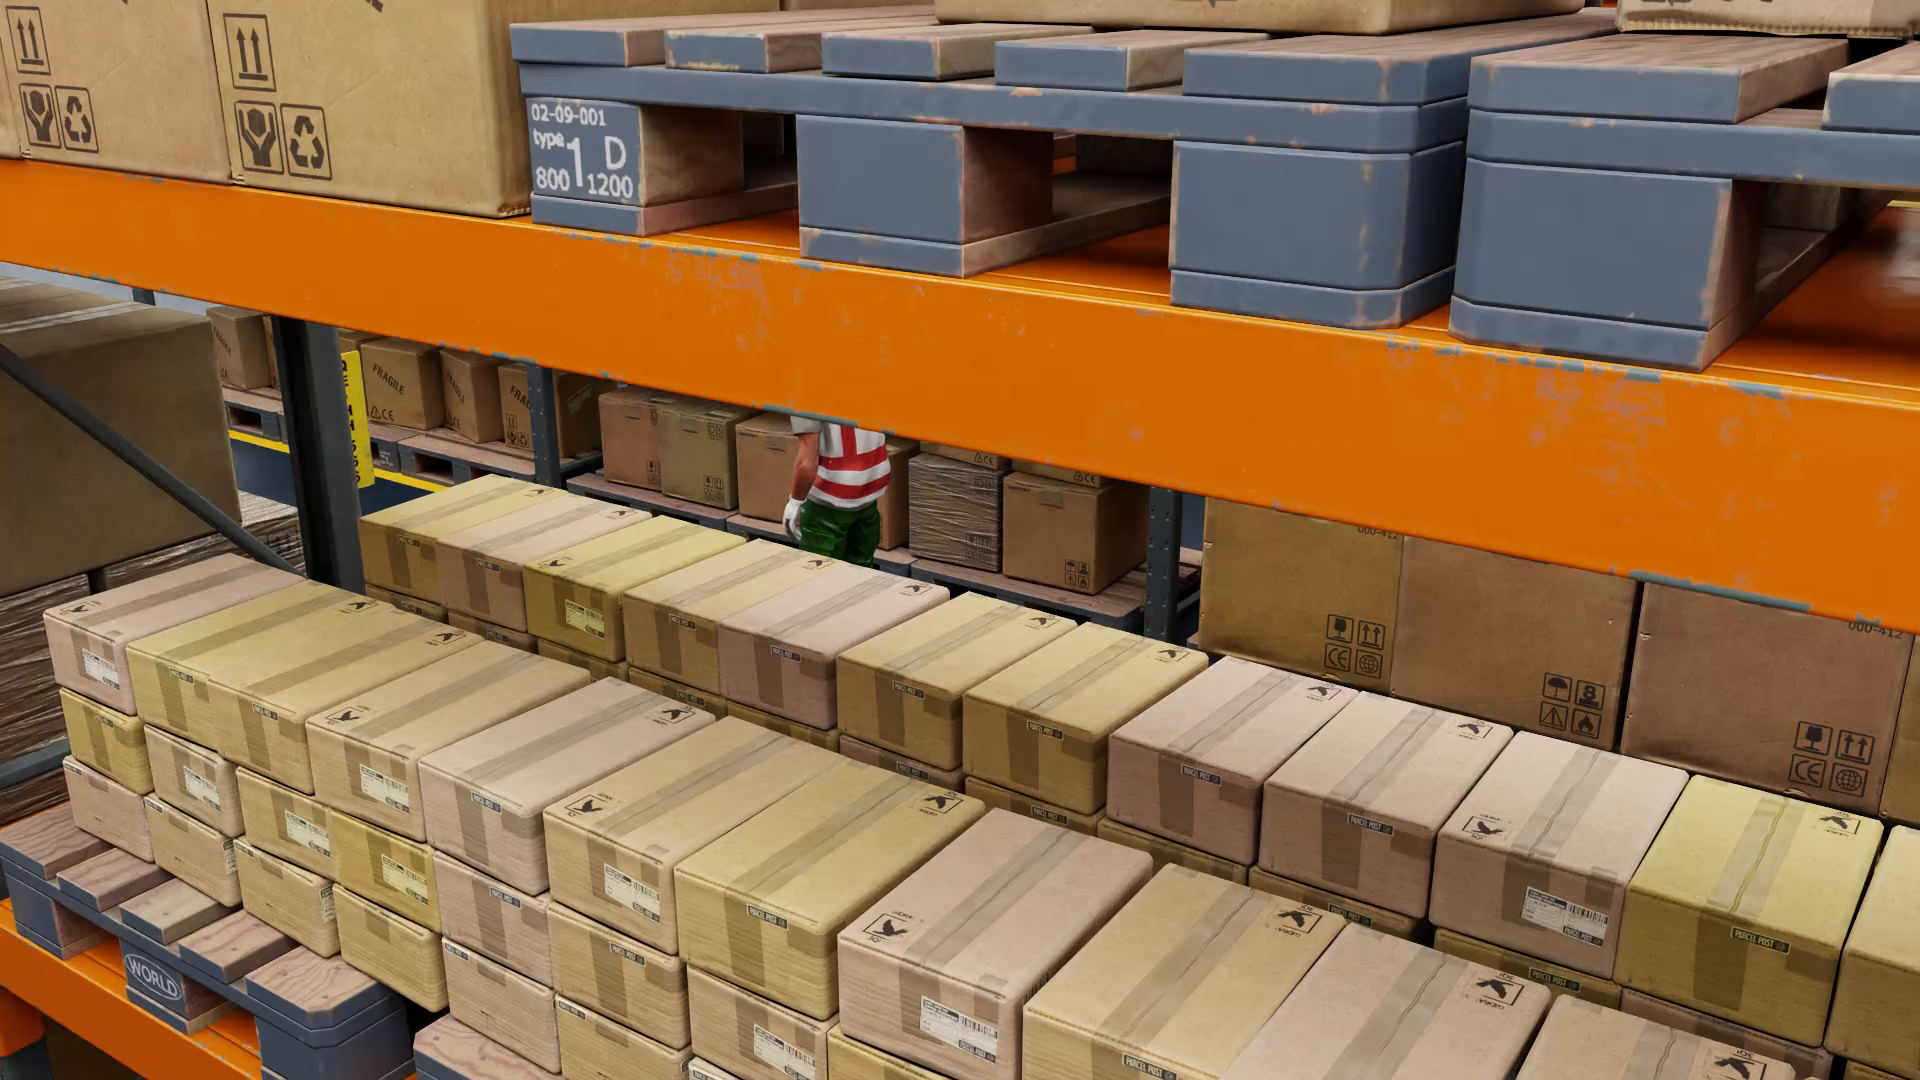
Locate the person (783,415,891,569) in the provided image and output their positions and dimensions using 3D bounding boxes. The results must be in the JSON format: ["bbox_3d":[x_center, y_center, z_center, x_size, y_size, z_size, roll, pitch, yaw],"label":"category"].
[{"bbox_3d":[-0.540,-0.205,7.125,0.455,1.779,0.619,12,23,31],"label":"person"}]
